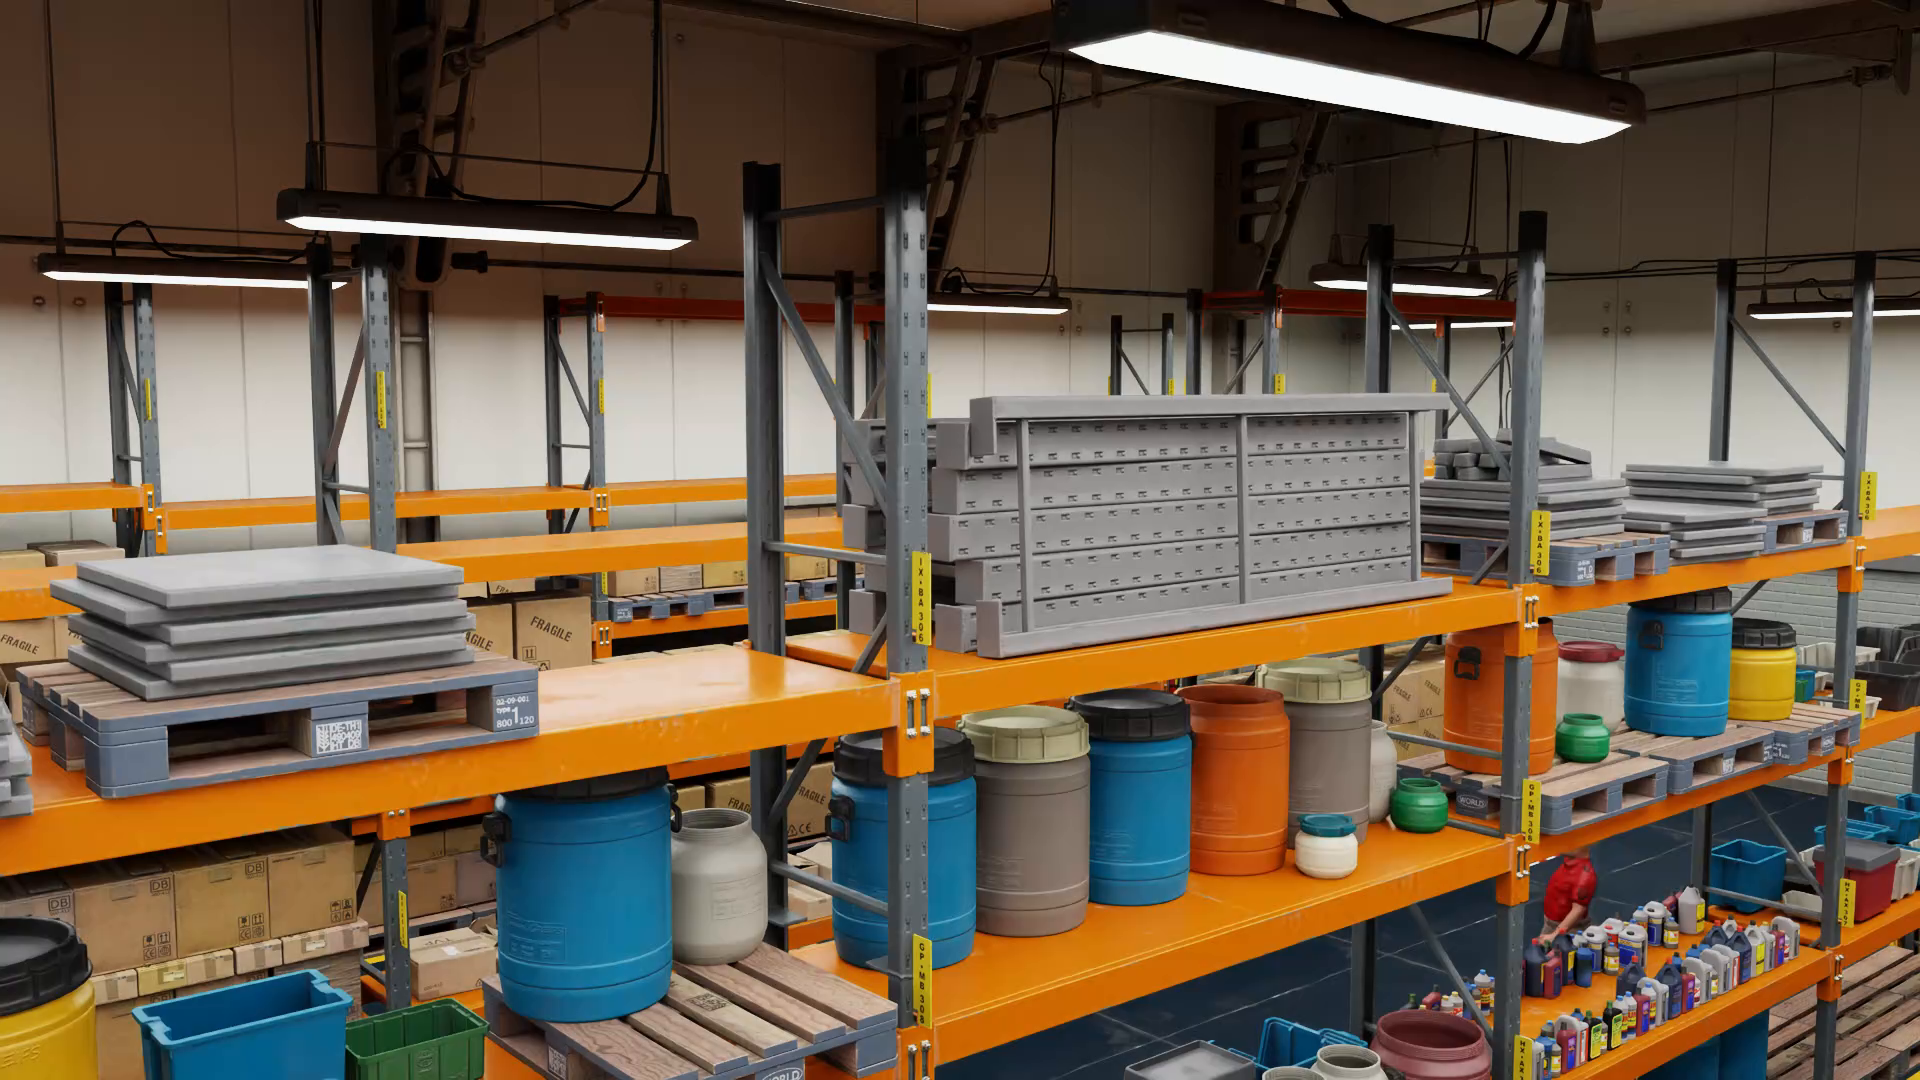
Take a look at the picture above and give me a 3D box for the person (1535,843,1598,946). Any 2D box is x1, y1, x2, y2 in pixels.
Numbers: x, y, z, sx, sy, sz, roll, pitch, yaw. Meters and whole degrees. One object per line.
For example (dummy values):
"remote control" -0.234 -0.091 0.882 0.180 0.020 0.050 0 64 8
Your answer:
"person" 4.664 3.094 12.891 0.655 1.742 0.548 -2 6 -21
